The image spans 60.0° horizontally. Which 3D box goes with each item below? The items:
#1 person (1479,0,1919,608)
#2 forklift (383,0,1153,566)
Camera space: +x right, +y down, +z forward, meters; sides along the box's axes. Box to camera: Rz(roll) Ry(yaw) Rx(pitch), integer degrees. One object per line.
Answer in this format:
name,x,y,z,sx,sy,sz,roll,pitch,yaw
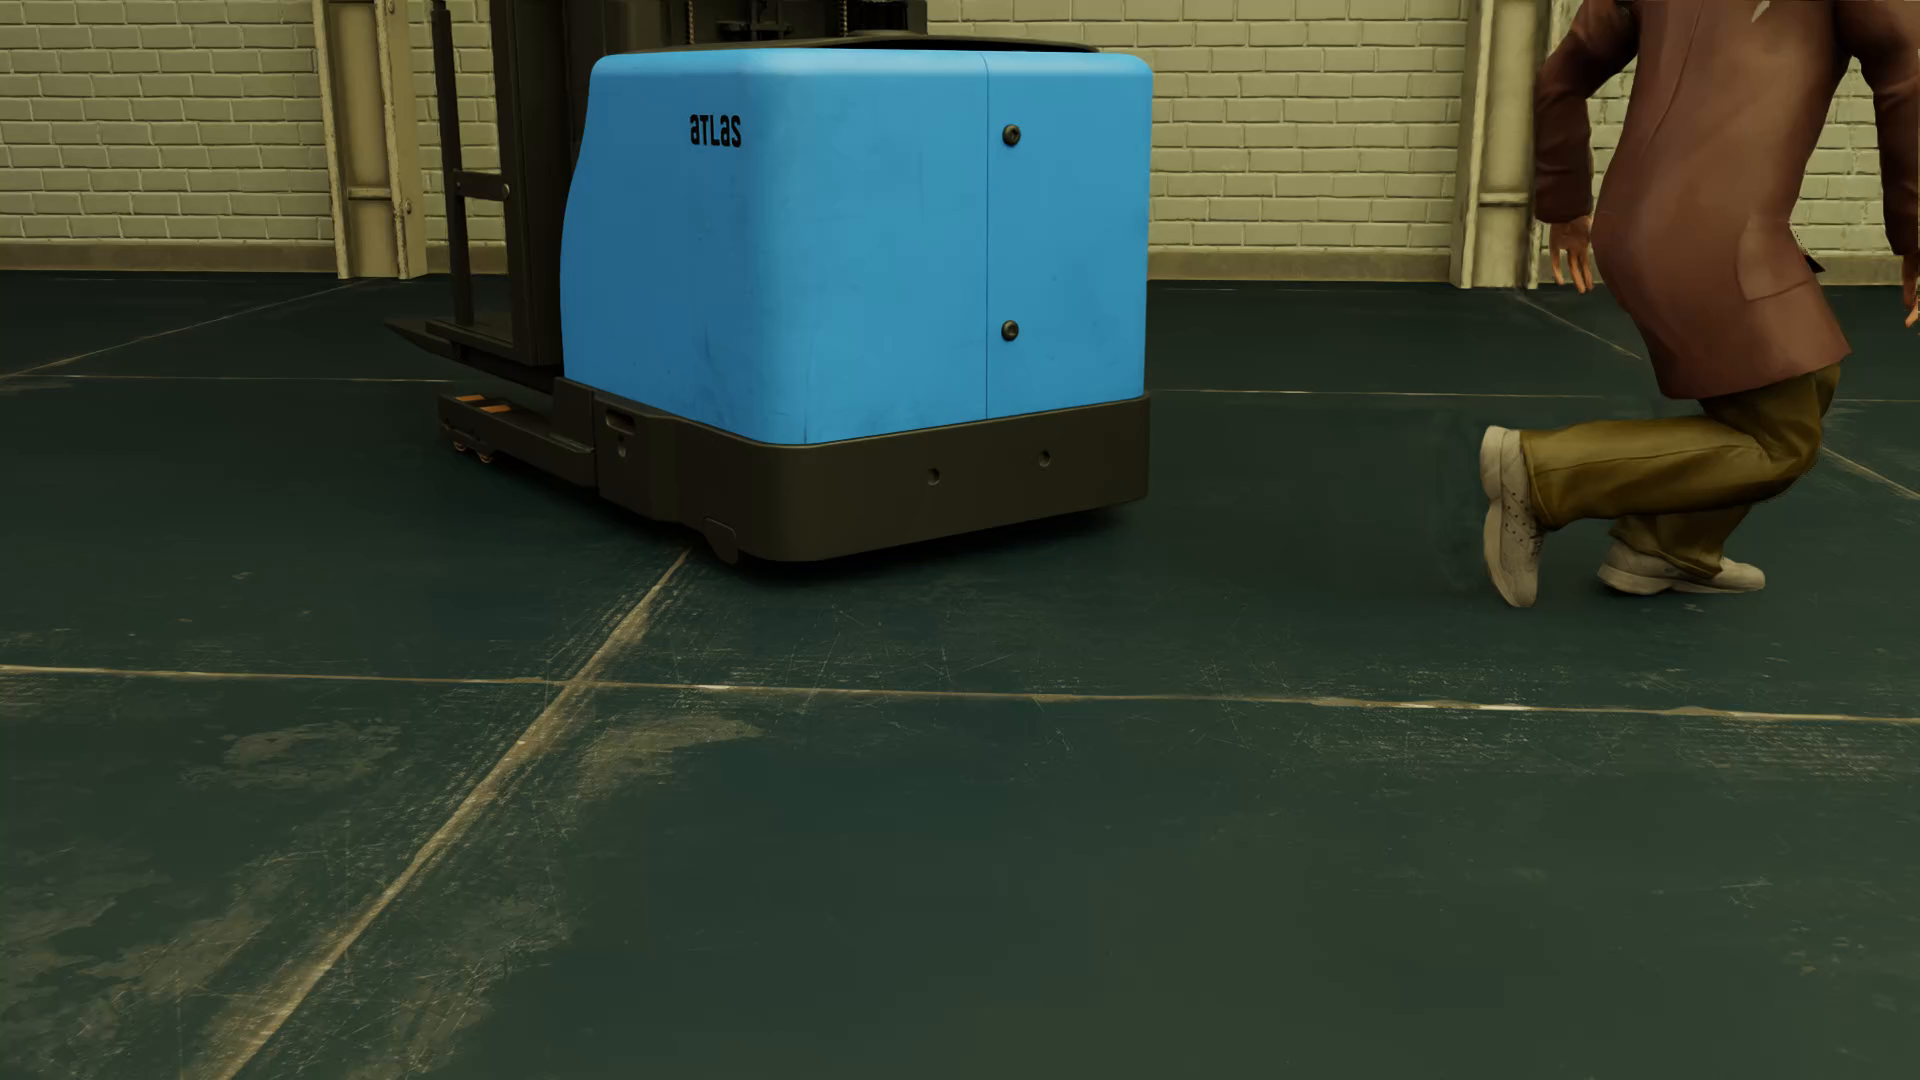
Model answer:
person,1.377,-0.596,3.231,0.749,1.498,0.744,-2,15,-7
forklift,-0.830,-1.689,4.441,1.130,2.935,3.031,-11,19,-35
